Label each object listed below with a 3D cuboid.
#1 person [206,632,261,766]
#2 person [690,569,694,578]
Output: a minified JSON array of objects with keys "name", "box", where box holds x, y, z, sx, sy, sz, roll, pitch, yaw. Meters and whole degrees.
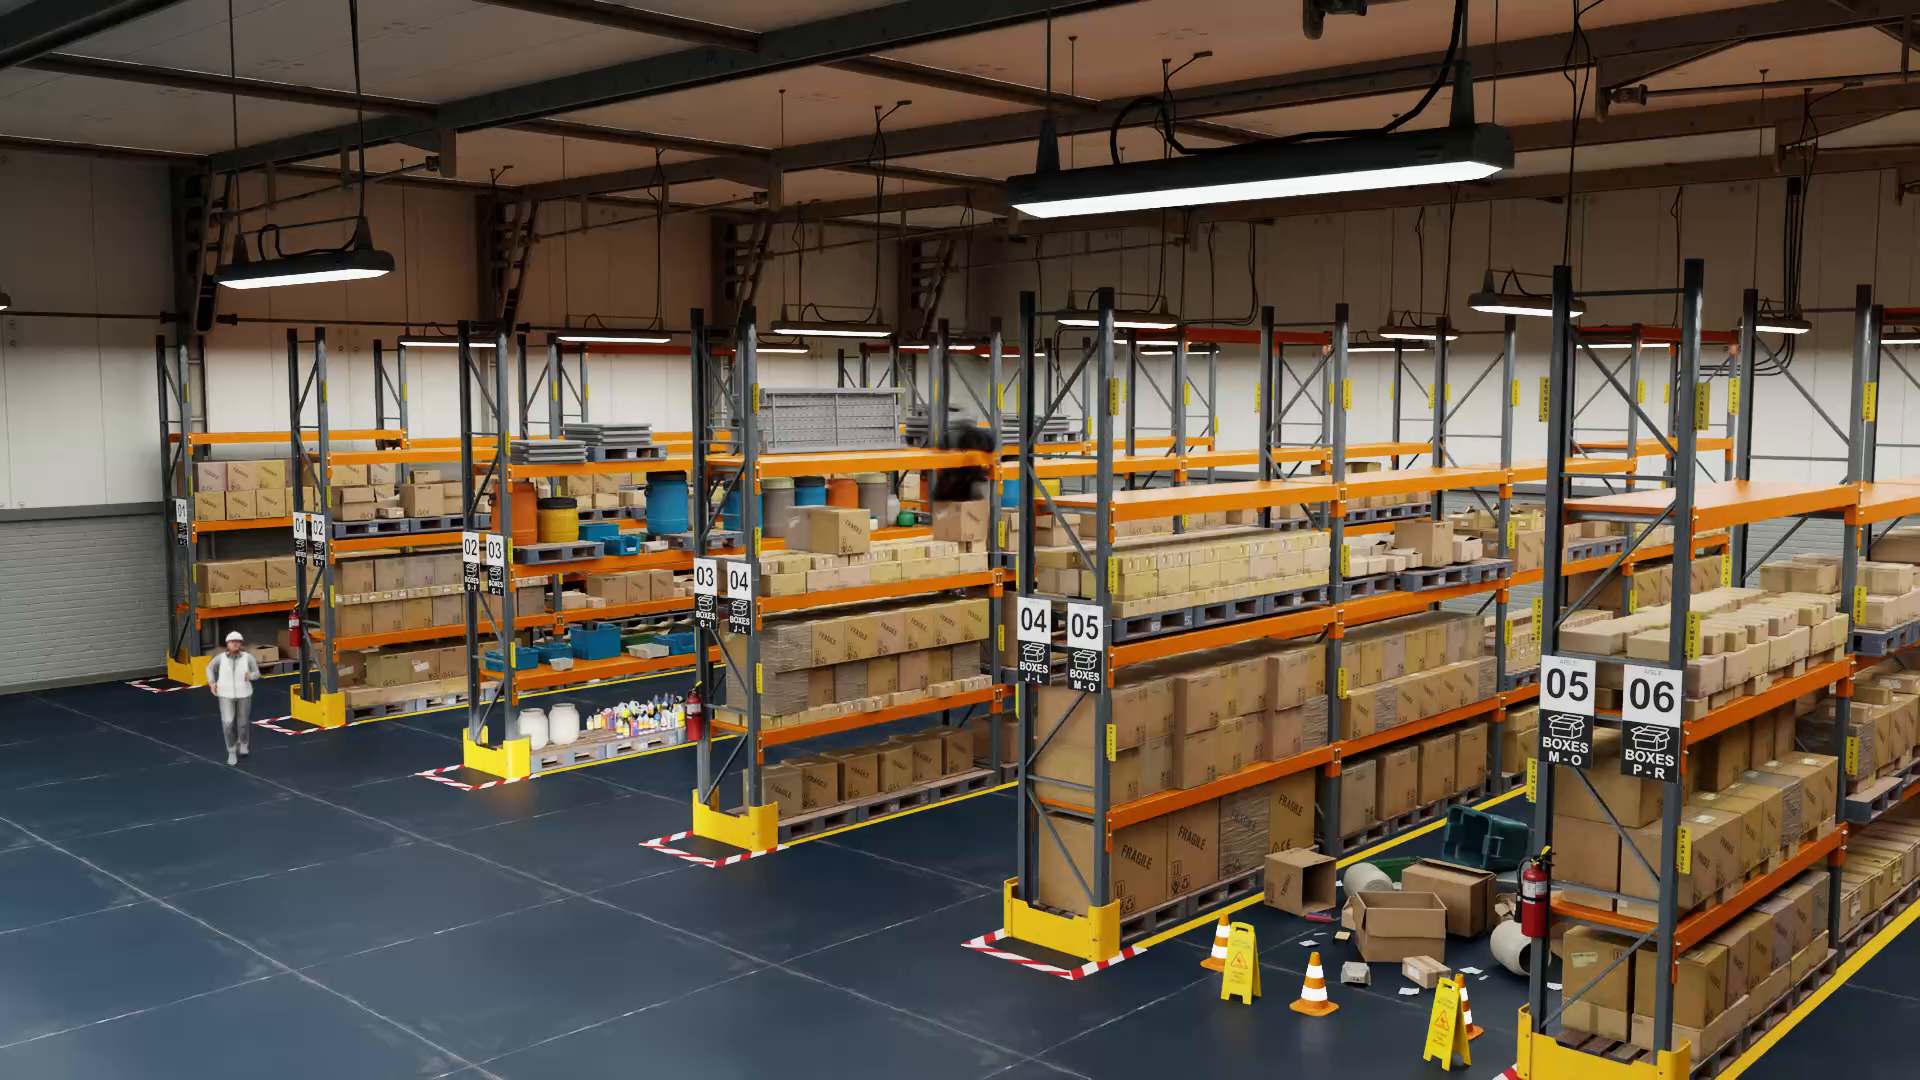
[{"name":"person","box":[-9.921,2.157,22.755,0.678,1.823,0.820,-3,6,-26]},{"name":"person","box":[-5.134,1.178,33.267,0.610,1.750,0.889,5,7,42]}]
